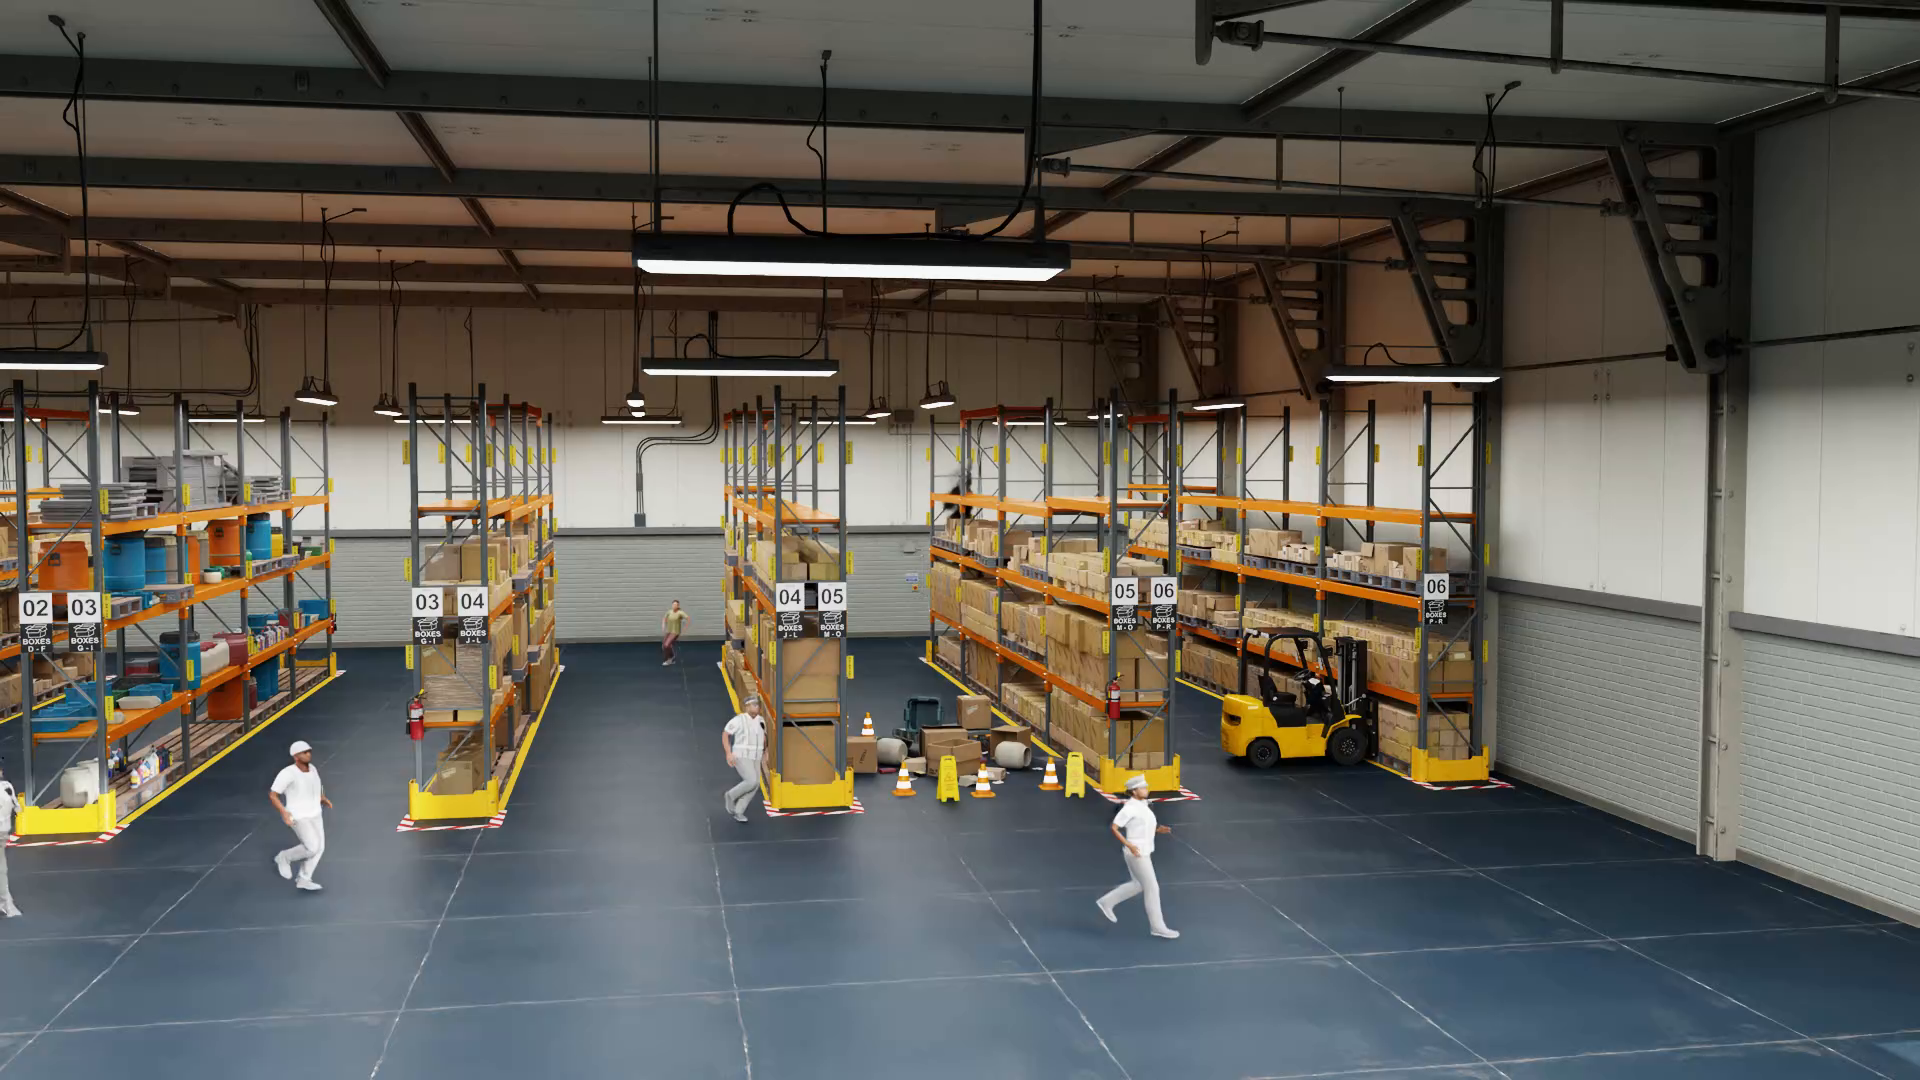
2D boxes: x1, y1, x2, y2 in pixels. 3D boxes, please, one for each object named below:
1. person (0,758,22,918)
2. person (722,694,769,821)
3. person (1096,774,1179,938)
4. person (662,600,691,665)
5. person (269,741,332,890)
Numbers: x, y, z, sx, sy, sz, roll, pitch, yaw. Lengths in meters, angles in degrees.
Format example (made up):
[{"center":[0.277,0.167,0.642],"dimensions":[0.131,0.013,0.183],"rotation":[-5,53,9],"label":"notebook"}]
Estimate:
[{"center":[-10.576,3.232,18.206],"dimensions":[0.834,1.732,0.592],"rotation":[1,3,18],"label":"person"},{"center":[-2.871,2.986,22.892],"dimensions":[0.539,1.707,0.700],"rotation":[3,4,41],"label":"person"},{"center":[1.844,3.264,17.334],"dimensions":[0.924,1.675,0.583],"rotation":[1,3,21],"label":"person"},{"center":[-6.824,2.213,39.593],"dimensions":[0.719,1.585,0.605],"rotation":[1,3,27],"label":"person"},{"center":[-7.589,3.176,19.206],"dimensions":[0.580,1.718,0.714],"rotation":[1,3,20],"label":"person"}]
